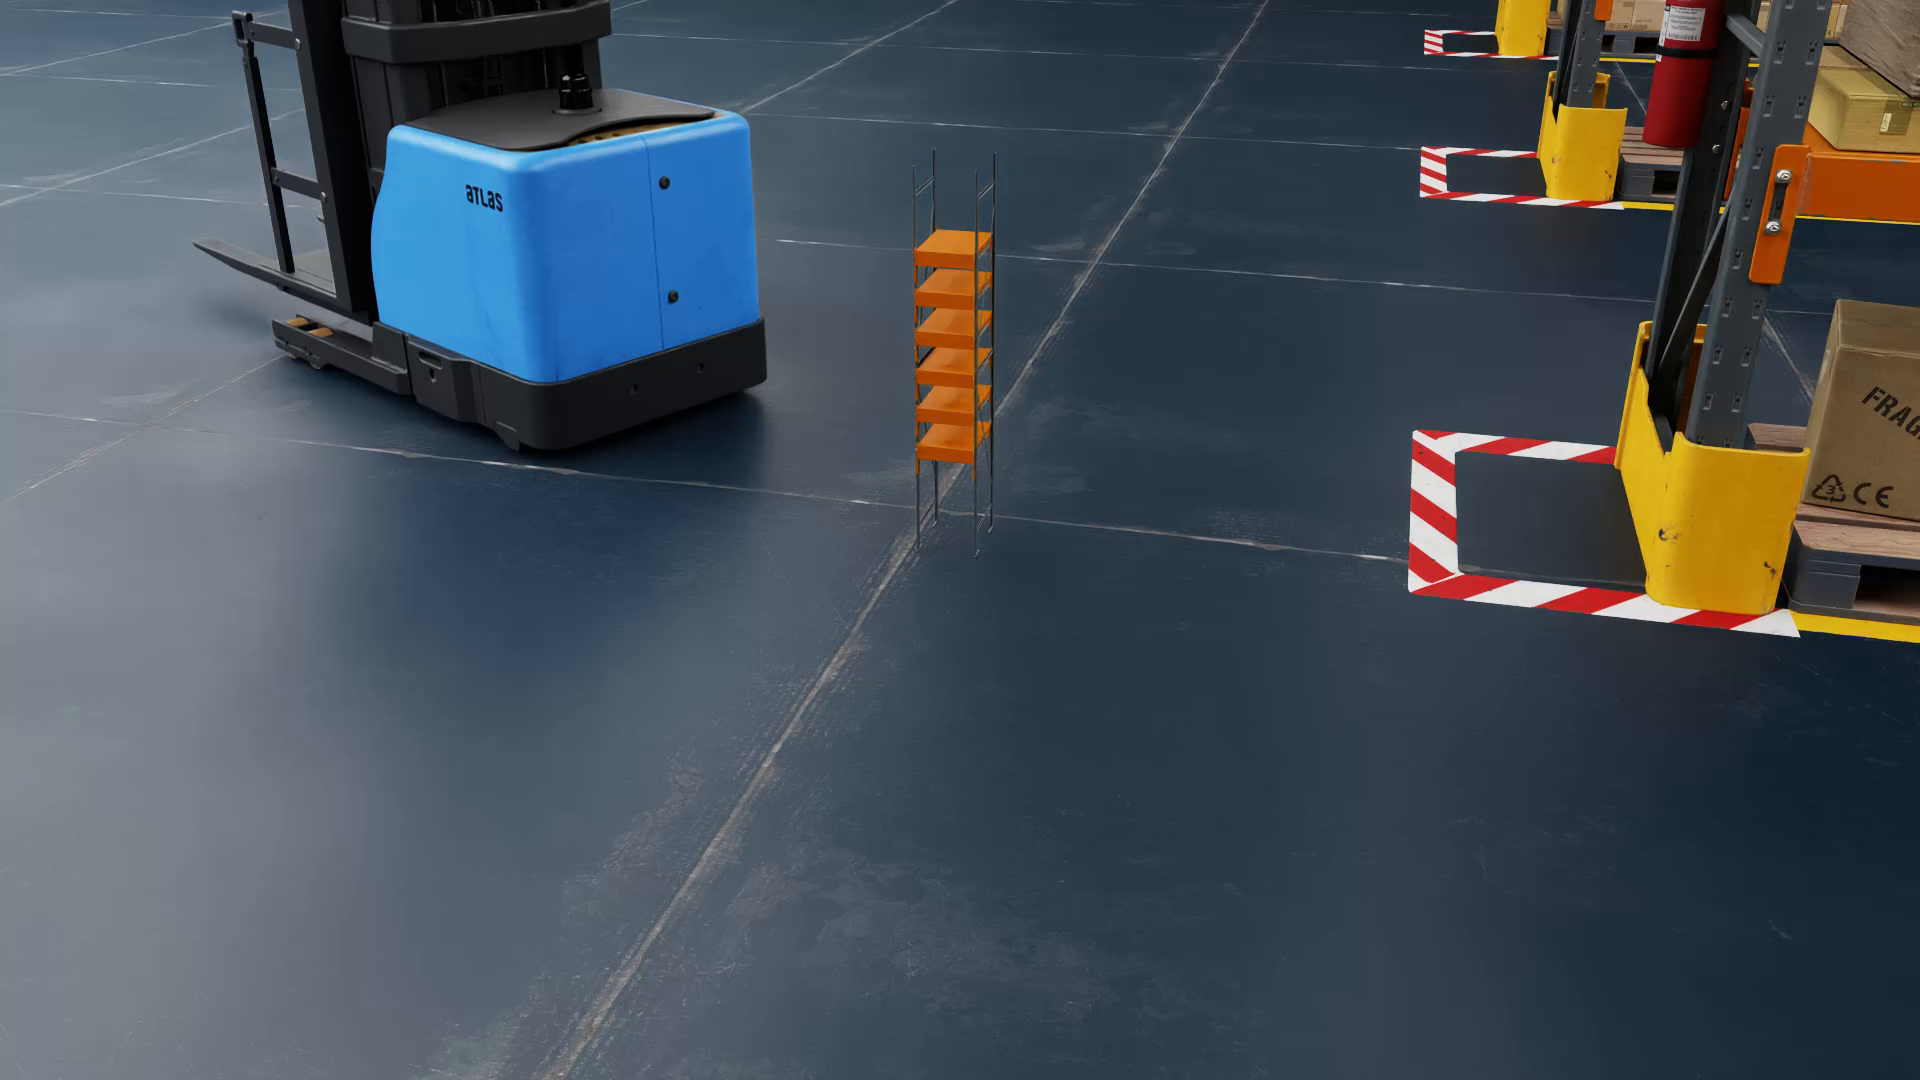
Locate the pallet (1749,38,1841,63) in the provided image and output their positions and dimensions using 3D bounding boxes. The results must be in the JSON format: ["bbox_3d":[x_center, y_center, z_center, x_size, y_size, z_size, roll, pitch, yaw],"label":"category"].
[{"bbox_3d":[6.654,-4.068,13.549,1.213,0.211,1.003,6,26,13],"label":"pallet"}]

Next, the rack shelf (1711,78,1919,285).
[{"bbox_3d":[4.191,-0.860,4.404,4.000,0.370,1.077,6,26,13],"label":"rack shelf"}]

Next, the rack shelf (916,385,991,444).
[{"bbox_3d":[-0.014,-0.395,5.066,0.180,0.103,0.258,6,26,13],"label":"rack shelf"}]

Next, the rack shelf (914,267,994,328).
[{"bbox_3d":[-0.014,-0.720,4.911,0.180,0.103,0.258,6,26,13],"label":"rack shelf"}]

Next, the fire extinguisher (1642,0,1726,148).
[{"bbox_3d":[2.258,-1.568,5.145,0.183,0.674,0.296,6,26,13],"label":"fire extinguisher"}]

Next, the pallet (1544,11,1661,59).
[{"bbox_3d":[5.476,-4.200,13.825,1.213,0.211,1.003,6,26,13],"label":"pallet"}]

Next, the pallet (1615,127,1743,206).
[{"bbox_3d":[4.358,-2.124,9.467,1.213,0.211,1.003,6,26,13],"label":"pallet"}]

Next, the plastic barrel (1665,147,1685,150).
[{"bbox_3d":[4.144,-2.489,9.394,0.421,0.512,0.421,0,25,0],"label":"plastic barrel"}]

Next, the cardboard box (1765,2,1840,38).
[{"bbox_3d":[6.641,-4.160,13.208,0.500,0.250,0.500,6,26,13],"label":"cardboard box"}]

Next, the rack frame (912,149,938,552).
[{"bbox_3d":[-0.103,-0.553,5.016,0.006,1.200,0.240,6,26,13],"label":"rack frame"}]

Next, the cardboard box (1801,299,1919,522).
[{"bbox_3d":[2.855,-0.386,4.991,0.500,0.500,0.500,11,28,23],"label":"cardboard box"}]

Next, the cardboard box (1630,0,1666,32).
[{"bbox_3d":[5.674,-4.269,13.438,0.500,0.250,0.500,6,26,13],"label":"cardboard box"}]

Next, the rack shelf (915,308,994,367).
[{"bbox_3d":[-0.014,-0.612,4.963,0.180,0.103,0.258,6,26,13],"label":"rack shelf"}]

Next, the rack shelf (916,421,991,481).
[{"bbox_3d":[-0.014,-0.286,5.118,0.180,0.103,0.258,6,26,13],"label":"rack shelf"}]

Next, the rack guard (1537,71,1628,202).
[{"bbox_3d":[3.573,-2.344,9.592,0.348,0.500,1.175,6,26,13],"label":"rack guard"}]

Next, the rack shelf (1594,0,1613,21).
[{"bbox_3d":[5.425,-2.922,8.735,4.000,0.370,1.077,6,26,13],"label":"rack shelf"}]

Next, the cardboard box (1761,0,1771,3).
[{"bbox_3d":[6.161,-4.559,13.174,0.500,0.500,0.500,6,26,13],"label":"cardboard box"}]

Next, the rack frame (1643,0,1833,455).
[{"bbox_3d":[2.254,-1.399,4.699,0.127,3.000,1.000,6,26,13],"label":"rack frame"}]

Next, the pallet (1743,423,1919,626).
[{"bbox_3d":[3.106,-0.030,5.068,1.213,0.211,1.003,6,26,13],"label":"pallet"}]

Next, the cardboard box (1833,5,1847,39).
[{"bbox_3d":[7.126,-4.107,13.096,0.500,0.250,0.500,6,26,13],"label":"cardboard box"}]

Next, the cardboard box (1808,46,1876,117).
[{"bbox_3d":[2.581,-1.341,4.870,0.250,0.149,0.380,6,26,13],"label":"cardboard box"}]

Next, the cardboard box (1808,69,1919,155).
[{"bbox_3d":[2.471,-1.156,4.481,0.250,0.149,0.380,6,26,13],"label":"cardboard box"}]

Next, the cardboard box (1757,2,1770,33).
[{"bbox_3d":[6.158,-4.215,13.325,0.500,0.250,0.500,6,26,13],"label":"cardboard box"}]

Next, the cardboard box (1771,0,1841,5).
[{"bbox_3d":[6.641,-4.498,13.046,0.500,0.500,0.500,6,26,13],"label":"cardboard box"}]

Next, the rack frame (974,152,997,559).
[{"bbox_3d":[0.075,-0.533,4.975,0.006,1.200,0.240,6,26,13],"label":"rack frame"}]

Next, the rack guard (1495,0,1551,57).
[{"bbox_3d":[4.702,-4.397,13.904,0.348,0.500,1.175,6,26,13],"label":"rack guard"}]

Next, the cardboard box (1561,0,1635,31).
[{"bbox_3d":[5.189,-4.321,13.547,0.500,0.250,0.500,6,26,13],"label":"cardboard box"}]

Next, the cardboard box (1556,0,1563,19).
[{"bbox_3d":[5.318,-4.537,14.000,0.500,0.250,0.500,6,26,13],"label":"cardboard box"}]

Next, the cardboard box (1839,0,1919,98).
[{"bbox_3d":[2.780,-1.508,4.466,0.500,0.500,0.875,6,26,13],"label":"cardboard box"}]

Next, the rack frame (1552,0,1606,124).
[{"bbox_3d":[3.488,-3.461,9.031,0.127,3.000,1.000,6,26,13],"label":"rack frame"}]

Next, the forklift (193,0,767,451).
[{"bbox_3d":[-2.168,-2.155,6.367,3.031,2.935,1.130,21,33,38],"label":"forklift"}]

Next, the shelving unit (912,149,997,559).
[{"bbox_3d":[-0.014,-0.543,4.995,0.189,1.200,0.258,6,26,13],"label":"shelving unit"}]

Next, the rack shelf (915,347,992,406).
[{"bbox_3d":[-0.014,-0.503,5.014,0.180,0.103,0.258,6,26,13],"label":"rack shelf"}]

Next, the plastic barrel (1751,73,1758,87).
[{"bbox_3d":[4.630,-2.435,9.281,0.421,0.512,0.421,0,25,0],"label":"plastic barrel"}]

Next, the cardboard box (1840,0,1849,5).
[{"bbox_3d":[7.129,-4.450,12.946,0.500,0.500,0.500,6,26,13],"label":"cardboard box"}]

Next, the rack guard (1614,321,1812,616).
[{"bbox_3d":[2.328,-0.262,5.220,0.348,0.500,1.175,6,26,13],"label":"rack guard"}]

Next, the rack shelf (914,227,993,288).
[{"bbox_3d":[-0.014,-0.828,4.860,0.180,0.103,0.258,6,26,13],"label":"rack shelf"}]
